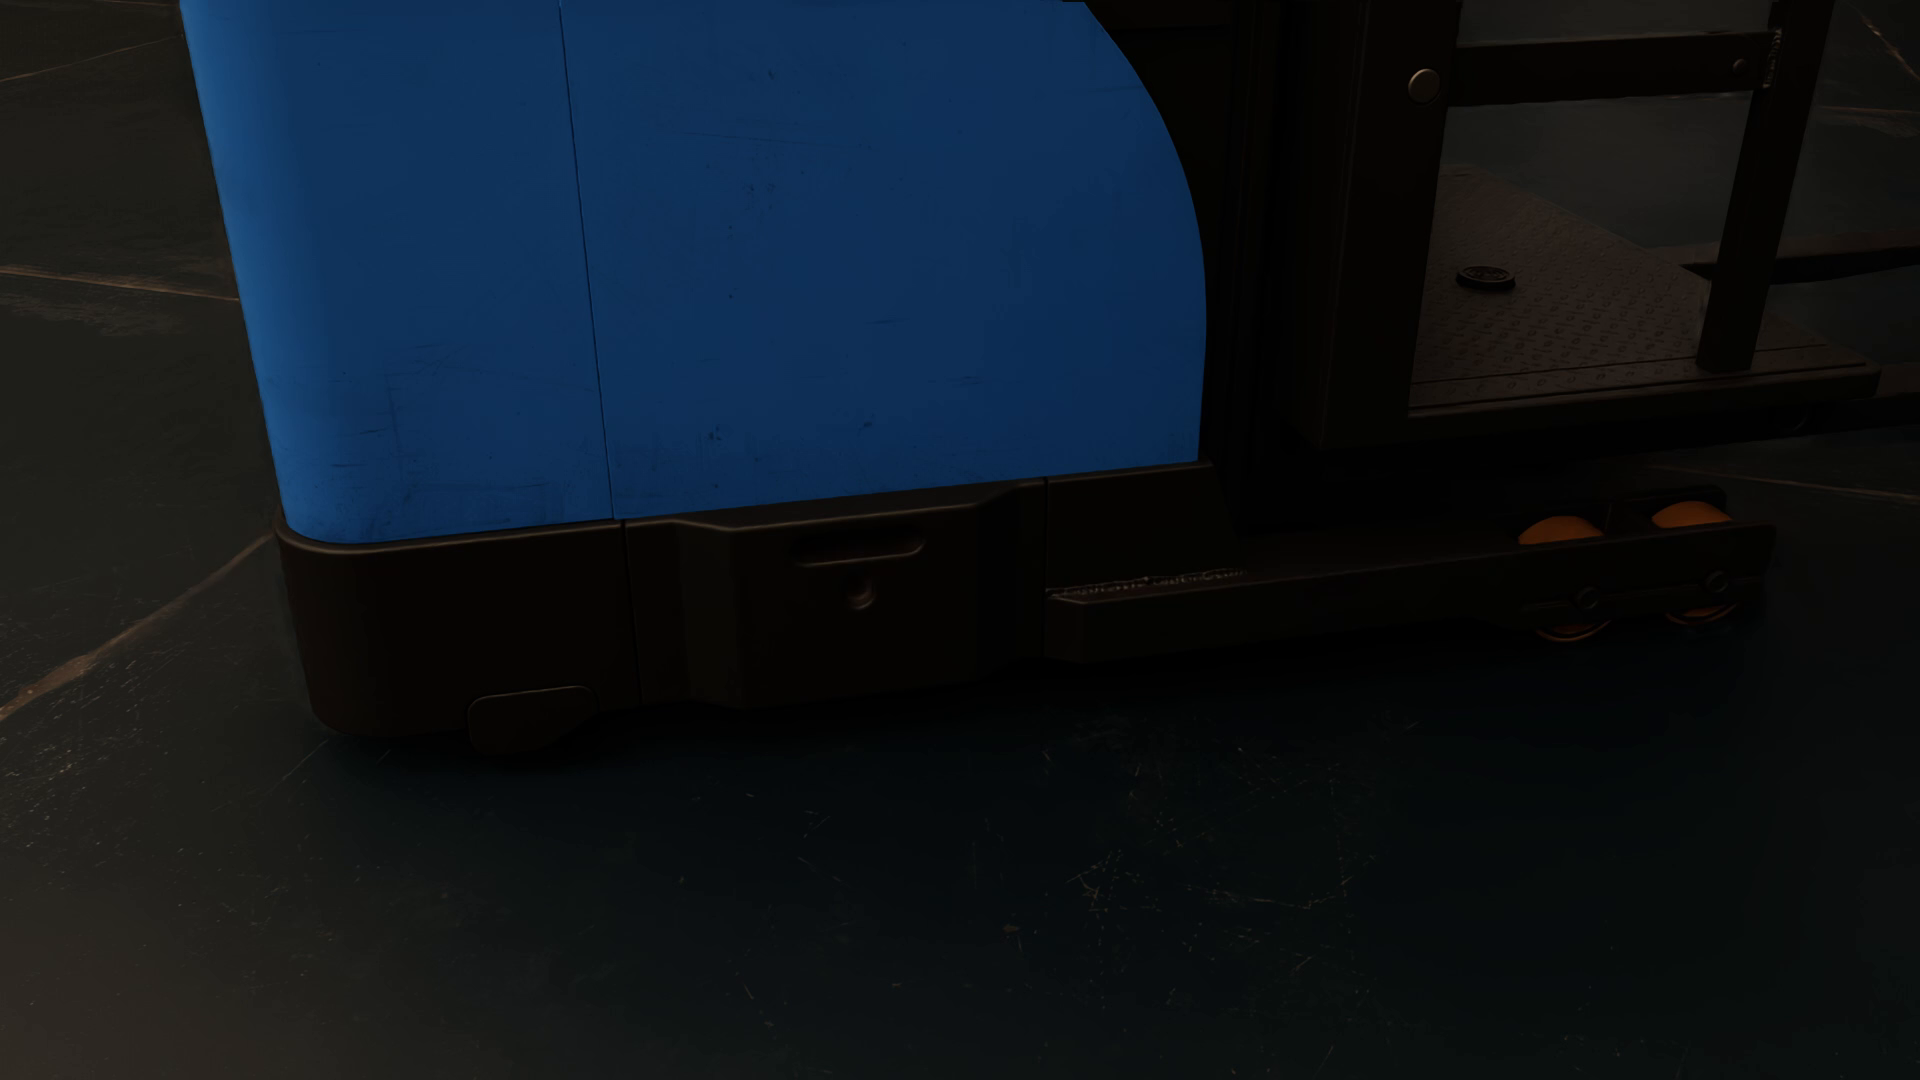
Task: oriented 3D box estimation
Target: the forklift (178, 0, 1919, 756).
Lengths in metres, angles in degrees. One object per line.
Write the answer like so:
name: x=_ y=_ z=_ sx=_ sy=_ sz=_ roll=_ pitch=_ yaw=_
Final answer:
forklift: x=0.609 y=-1.396 z=2.011 sx=3.031 sy=2.935 sz=1.130 roll=-6 pitch=28 yaw=-12
